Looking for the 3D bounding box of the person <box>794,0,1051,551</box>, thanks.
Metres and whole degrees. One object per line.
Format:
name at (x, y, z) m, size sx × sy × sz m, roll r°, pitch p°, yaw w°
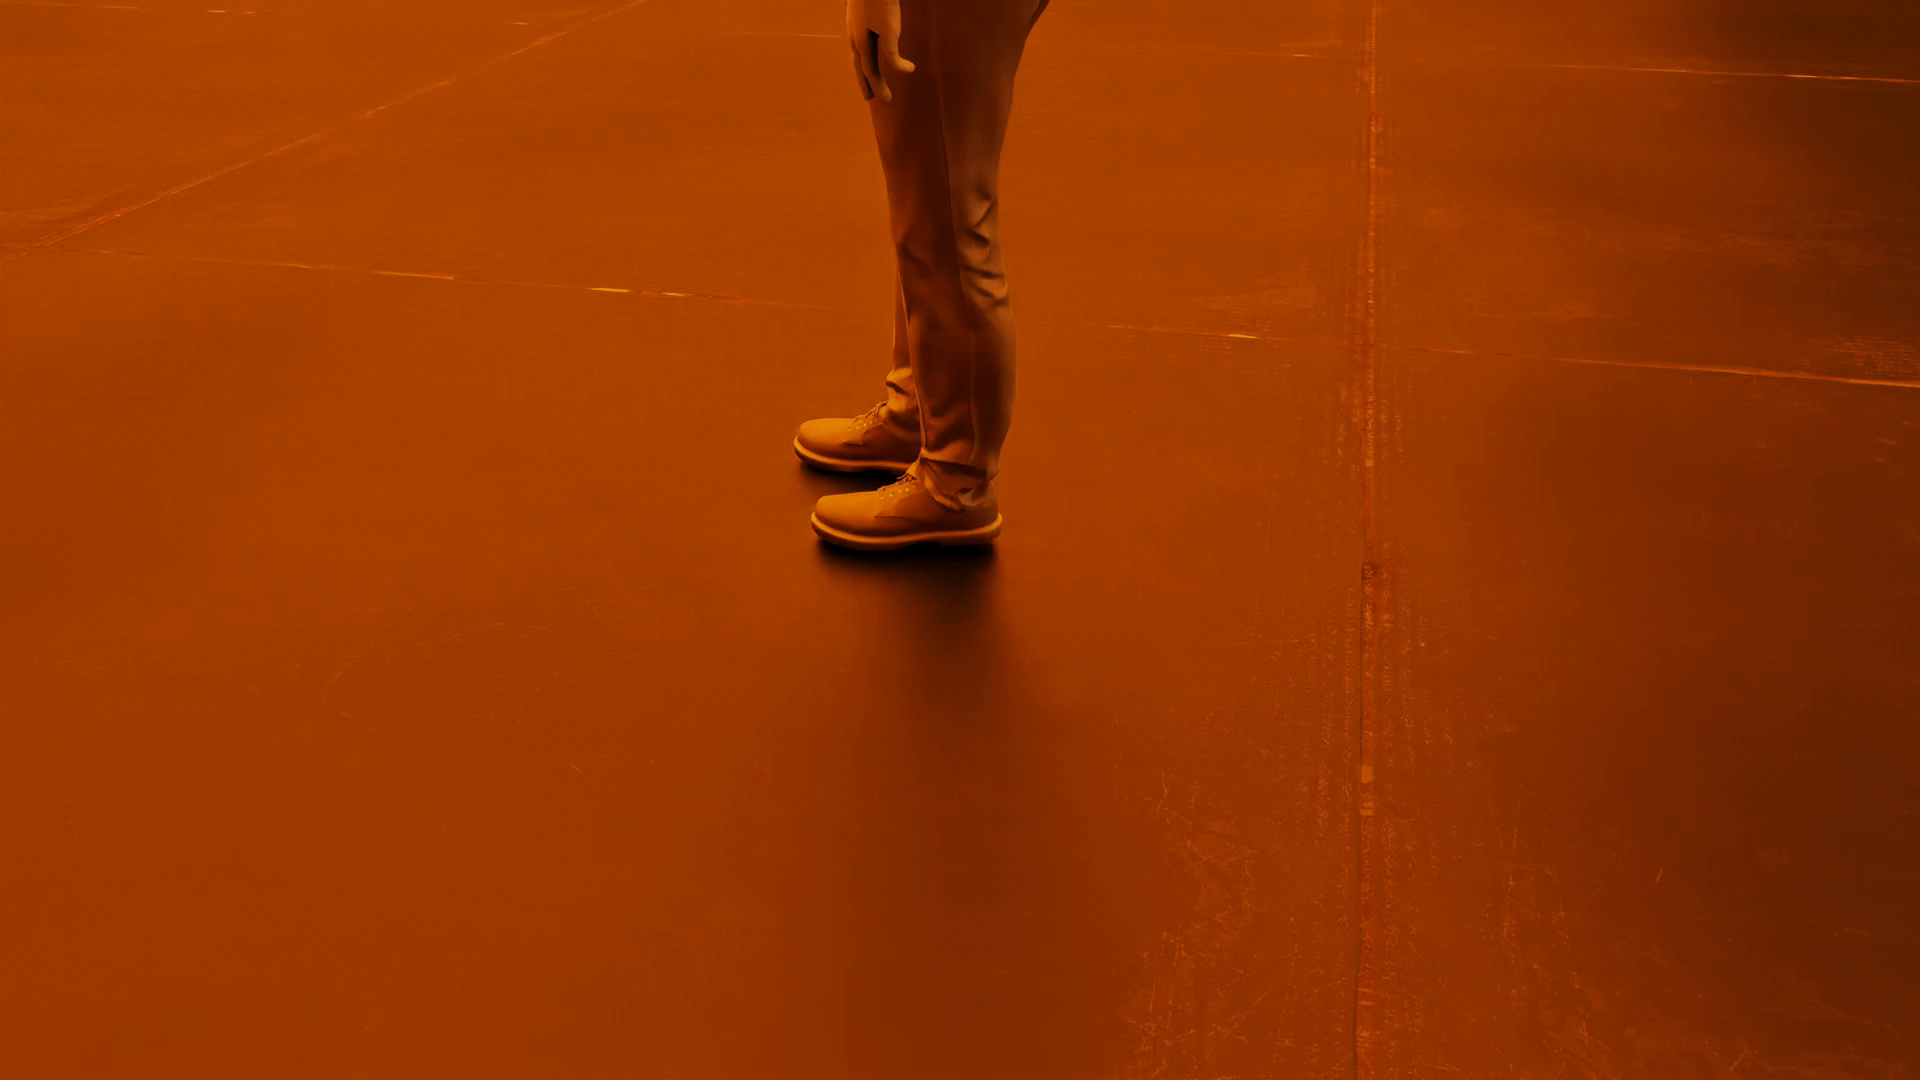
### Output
person at (-0.065, -0.773, 2.134) m, size 0.532 × 1.694 × 0.586 m, roll 6°, pitch 27°, yaw 11°
